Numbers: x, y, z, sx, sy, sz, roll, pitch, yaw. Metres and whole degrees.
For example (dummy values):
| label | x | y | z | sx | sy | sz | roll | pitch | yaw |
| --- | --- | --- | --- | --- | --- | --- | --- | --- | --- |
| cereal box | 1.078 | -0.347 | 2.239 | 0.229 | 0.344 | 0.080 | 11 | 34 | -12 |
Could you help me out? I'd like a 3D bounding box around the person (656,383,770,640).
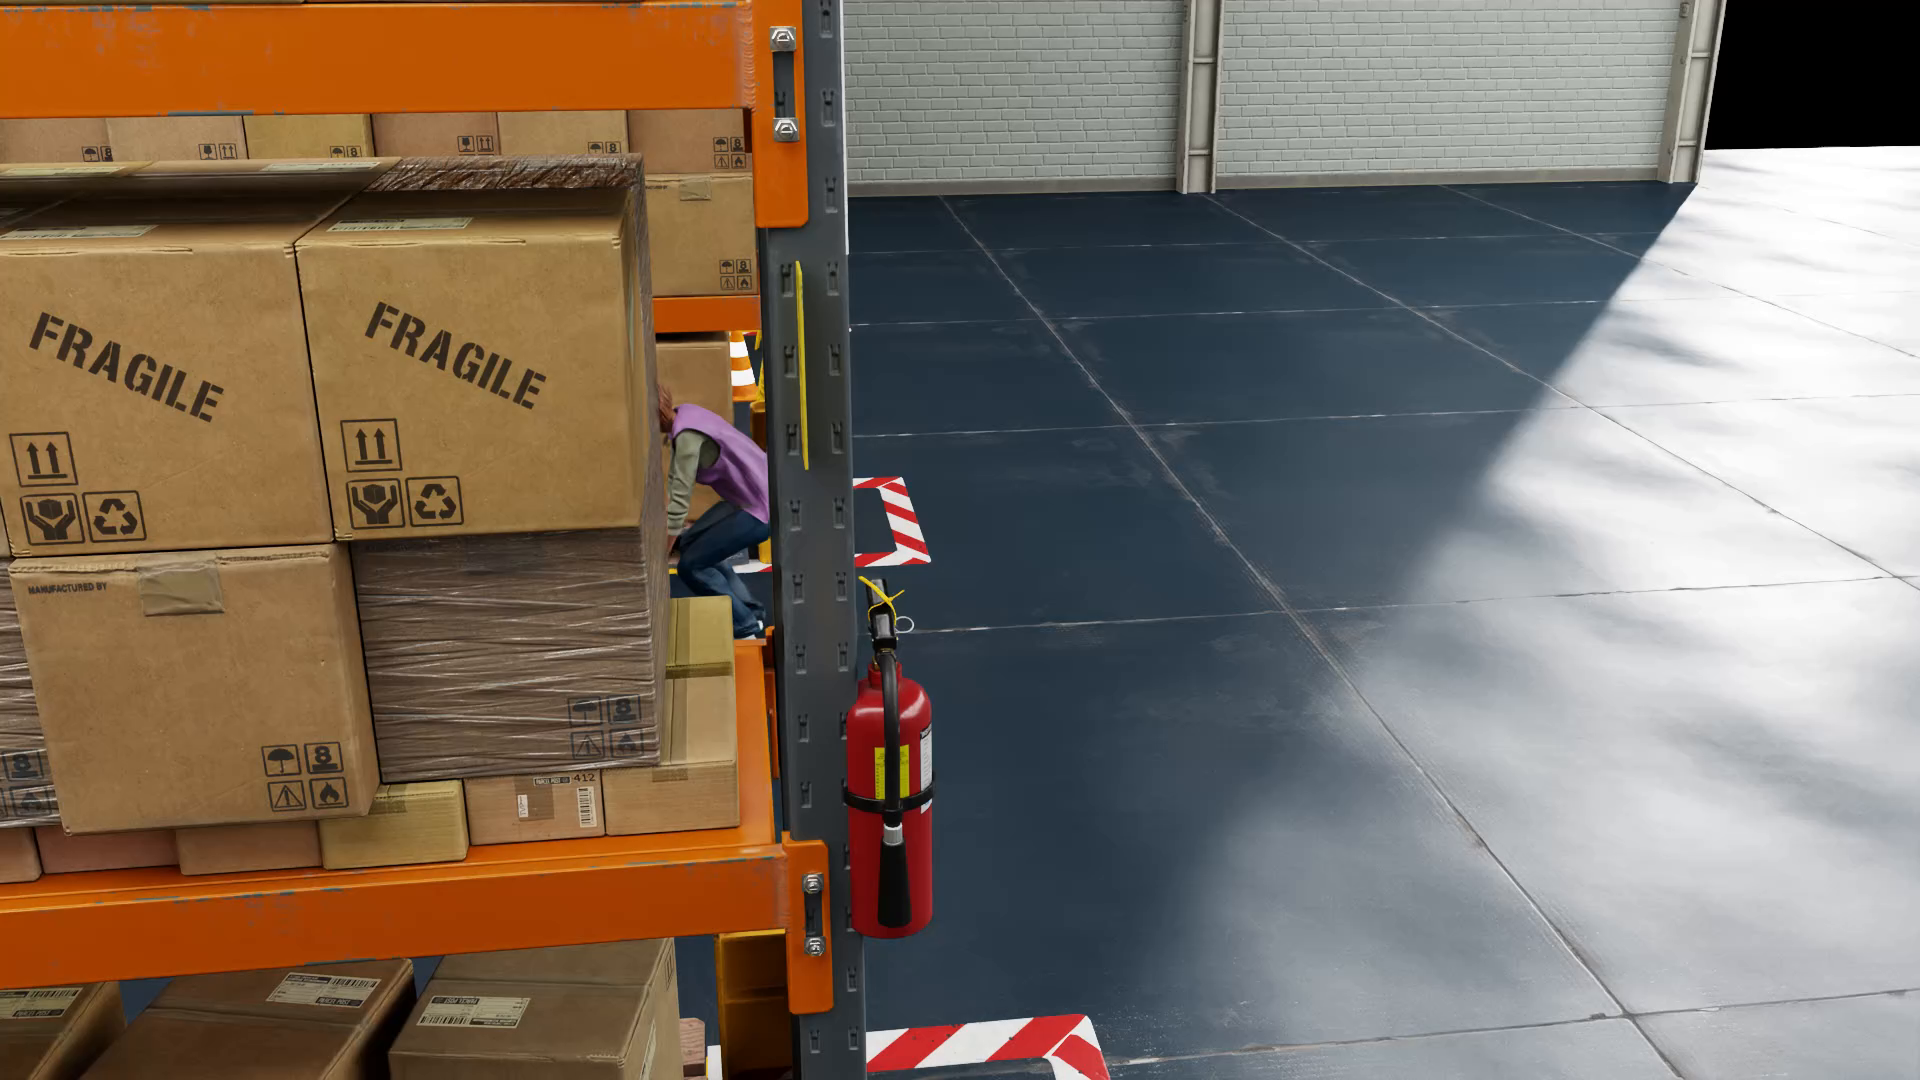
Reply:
| label | x | y | z | sx | sy | sz | roll | pitch | yaw |
| --- | --- | --- | --- | --- | --- | --- | --- | --- | --- |
| person | -1.033 | -0.088 | 6.948 | 0.714 | 1.171 | 0.463 | -3 | 20 | -8 |
